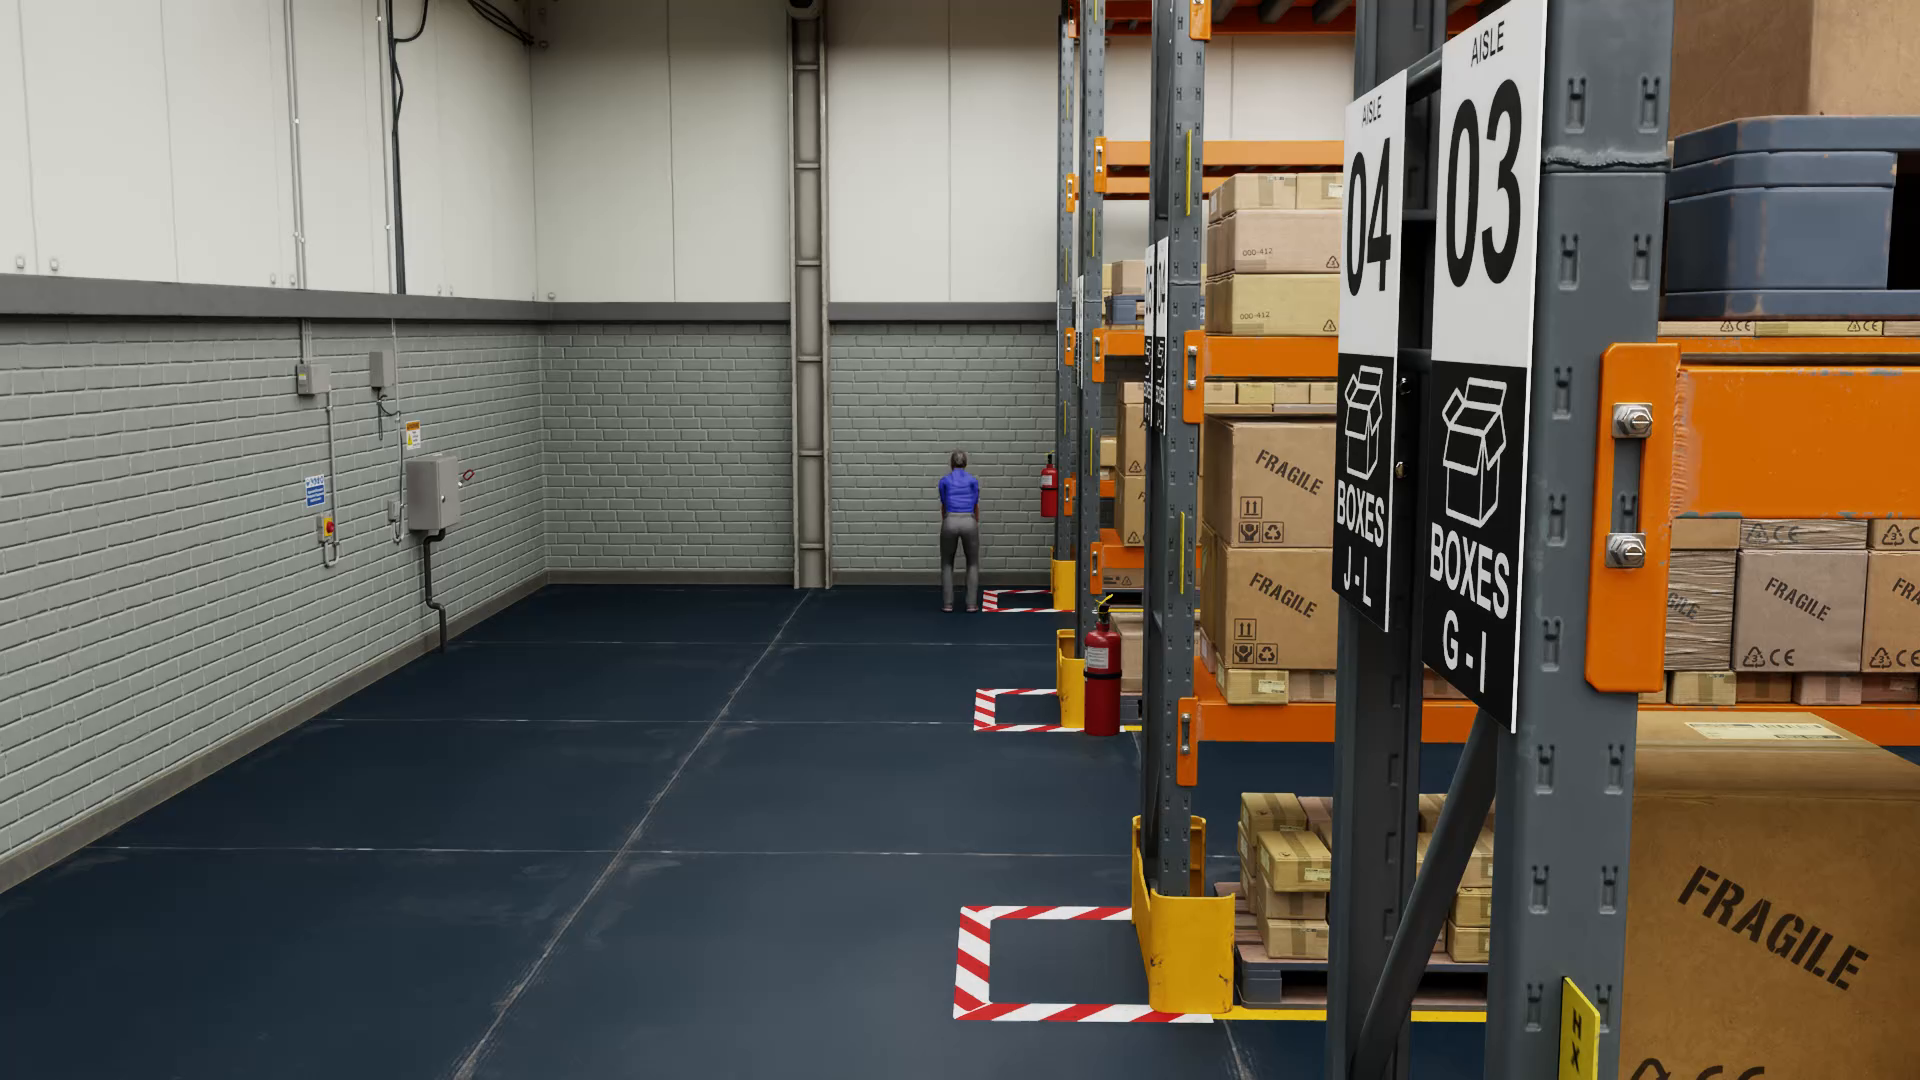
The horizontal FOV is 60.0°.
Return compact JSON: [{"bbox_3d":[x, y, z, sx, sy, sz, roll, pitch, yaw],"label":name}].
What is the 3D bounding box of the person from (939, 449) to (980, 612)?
[{"bbox_3d":[-0.009,-0.095,16.716,0.411,1.621,0.551,0,7,2],"label":"person"}]
